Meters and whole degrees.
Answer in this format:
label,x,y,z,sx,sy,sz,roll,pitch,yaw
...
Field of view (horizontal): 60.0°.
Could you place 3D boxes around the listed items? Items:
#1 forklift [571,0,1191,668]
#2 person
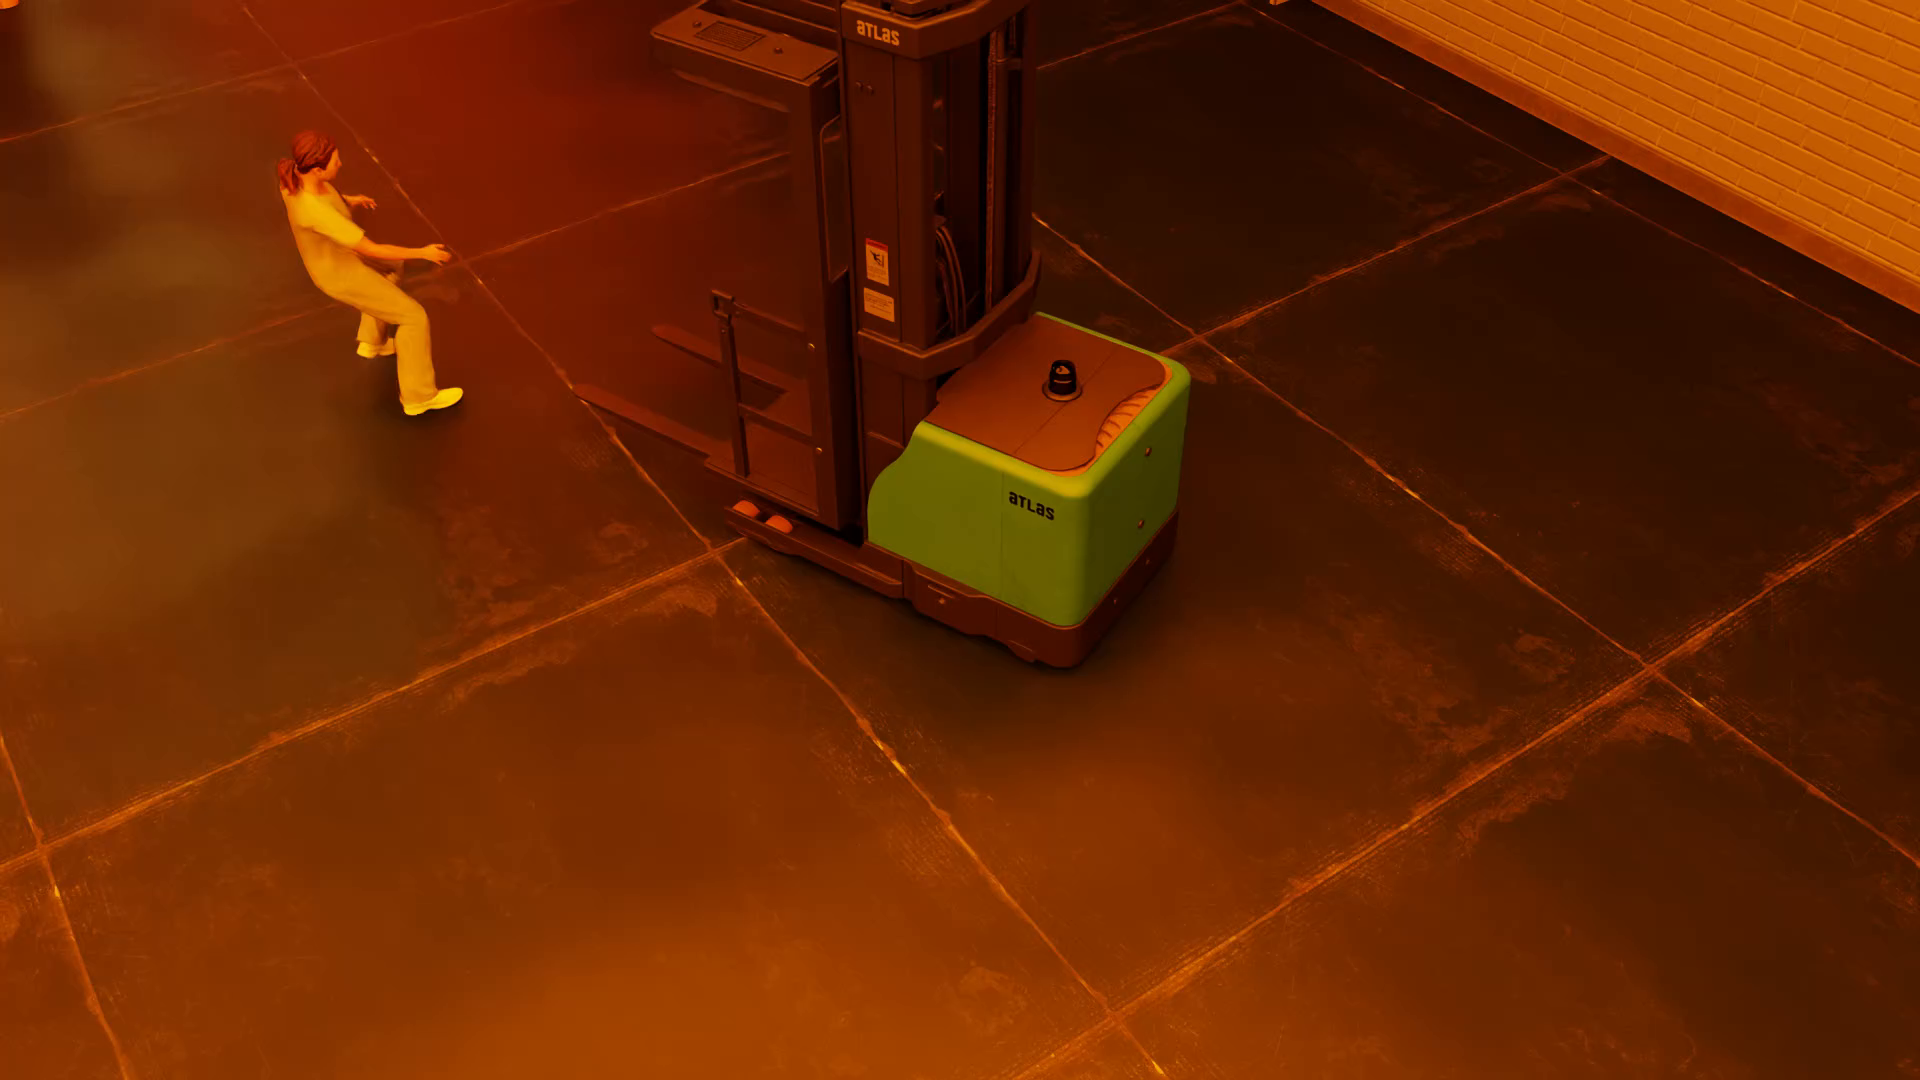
label,x,y,z,sx,sy,sz,roll,pitch,yaw
forklift,-0.511,-1.302,7.129,3.031,2.935,1.130,24,48,24
person,-2.944,-1.413,8.293,0.666,1.510,0.754,-24,48,-24
